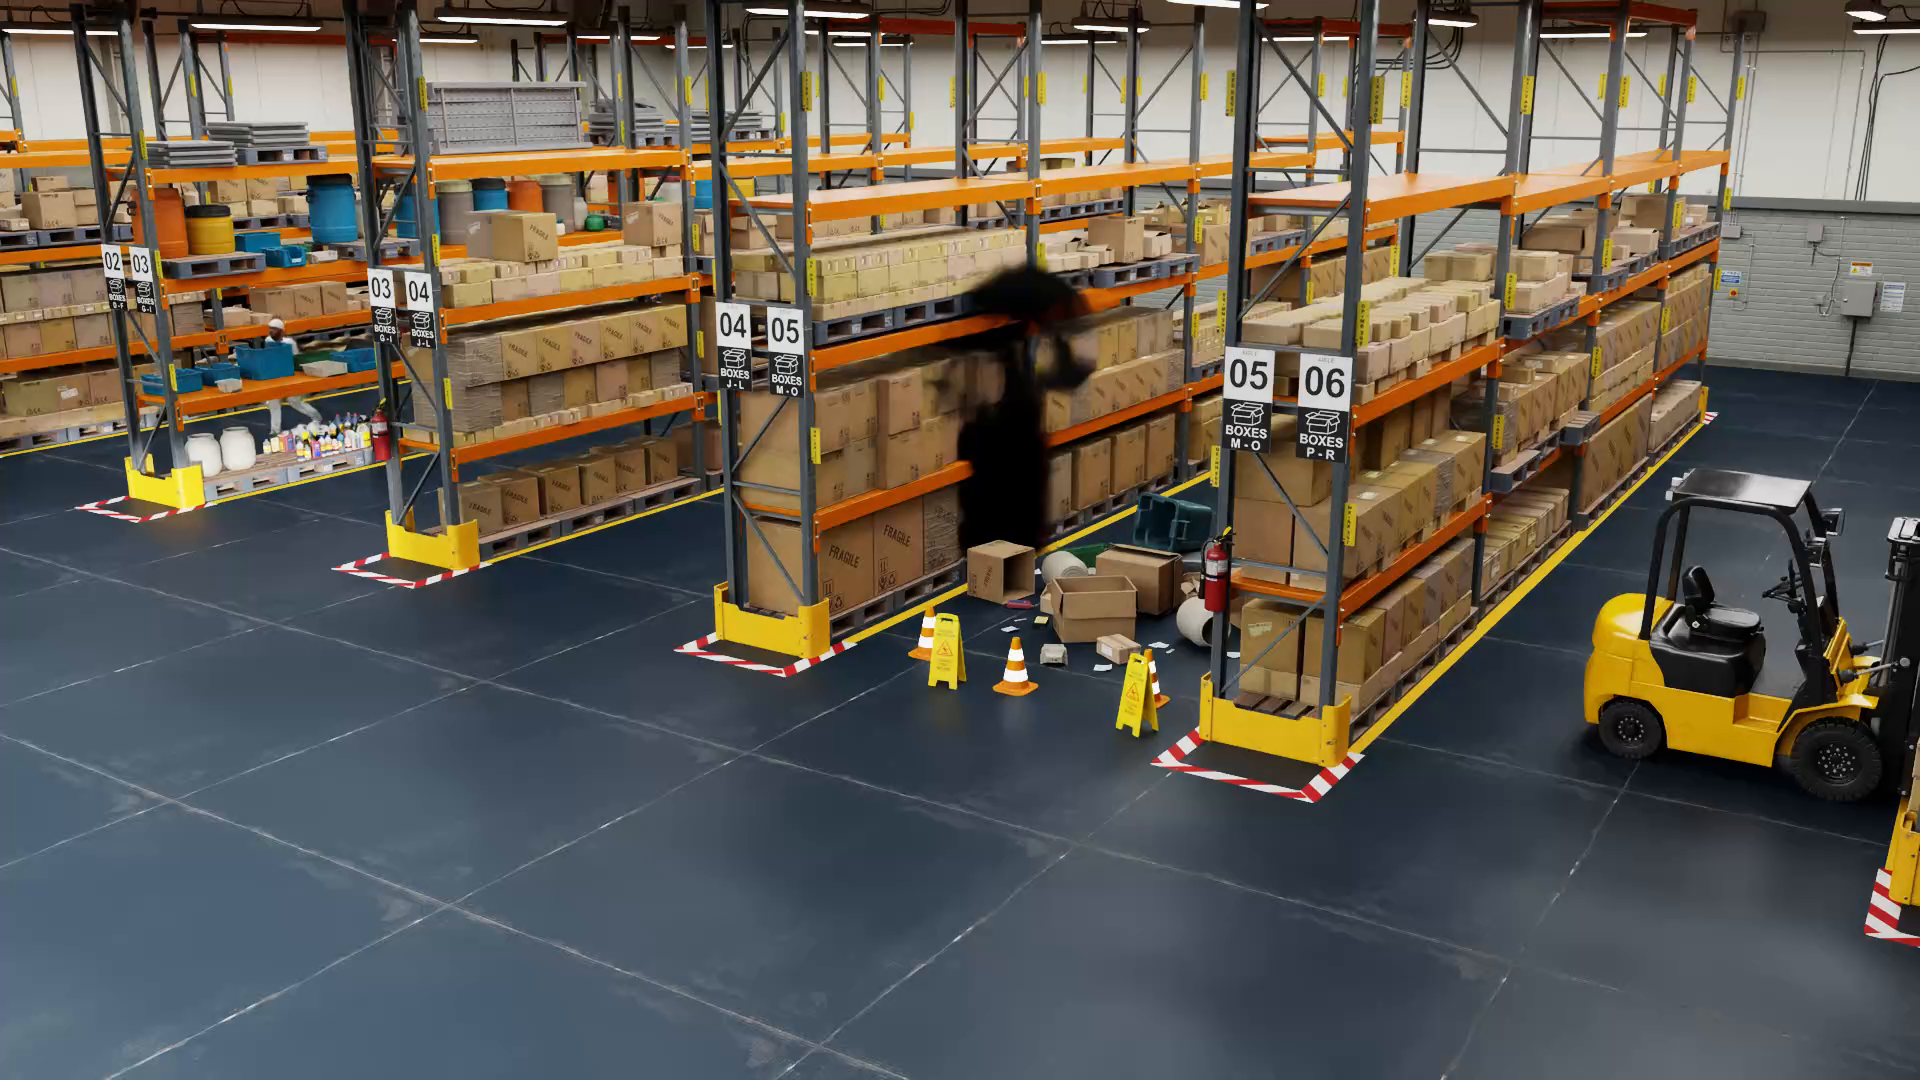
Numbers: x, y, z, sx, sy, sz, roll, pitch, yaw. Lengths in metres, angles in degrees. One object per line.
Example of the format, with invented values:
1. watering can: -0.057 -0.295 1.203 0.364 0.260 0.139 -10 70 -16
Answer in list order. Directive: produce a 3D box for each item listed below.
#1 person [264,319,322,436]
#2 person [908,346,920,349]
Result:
1. person: -9.860 -2.347 24.299 0.697 1.788 1.012 6 16 19
2. person: -0.551 -1.634 20.974 0.638 1.772 0.779 7 17 24
